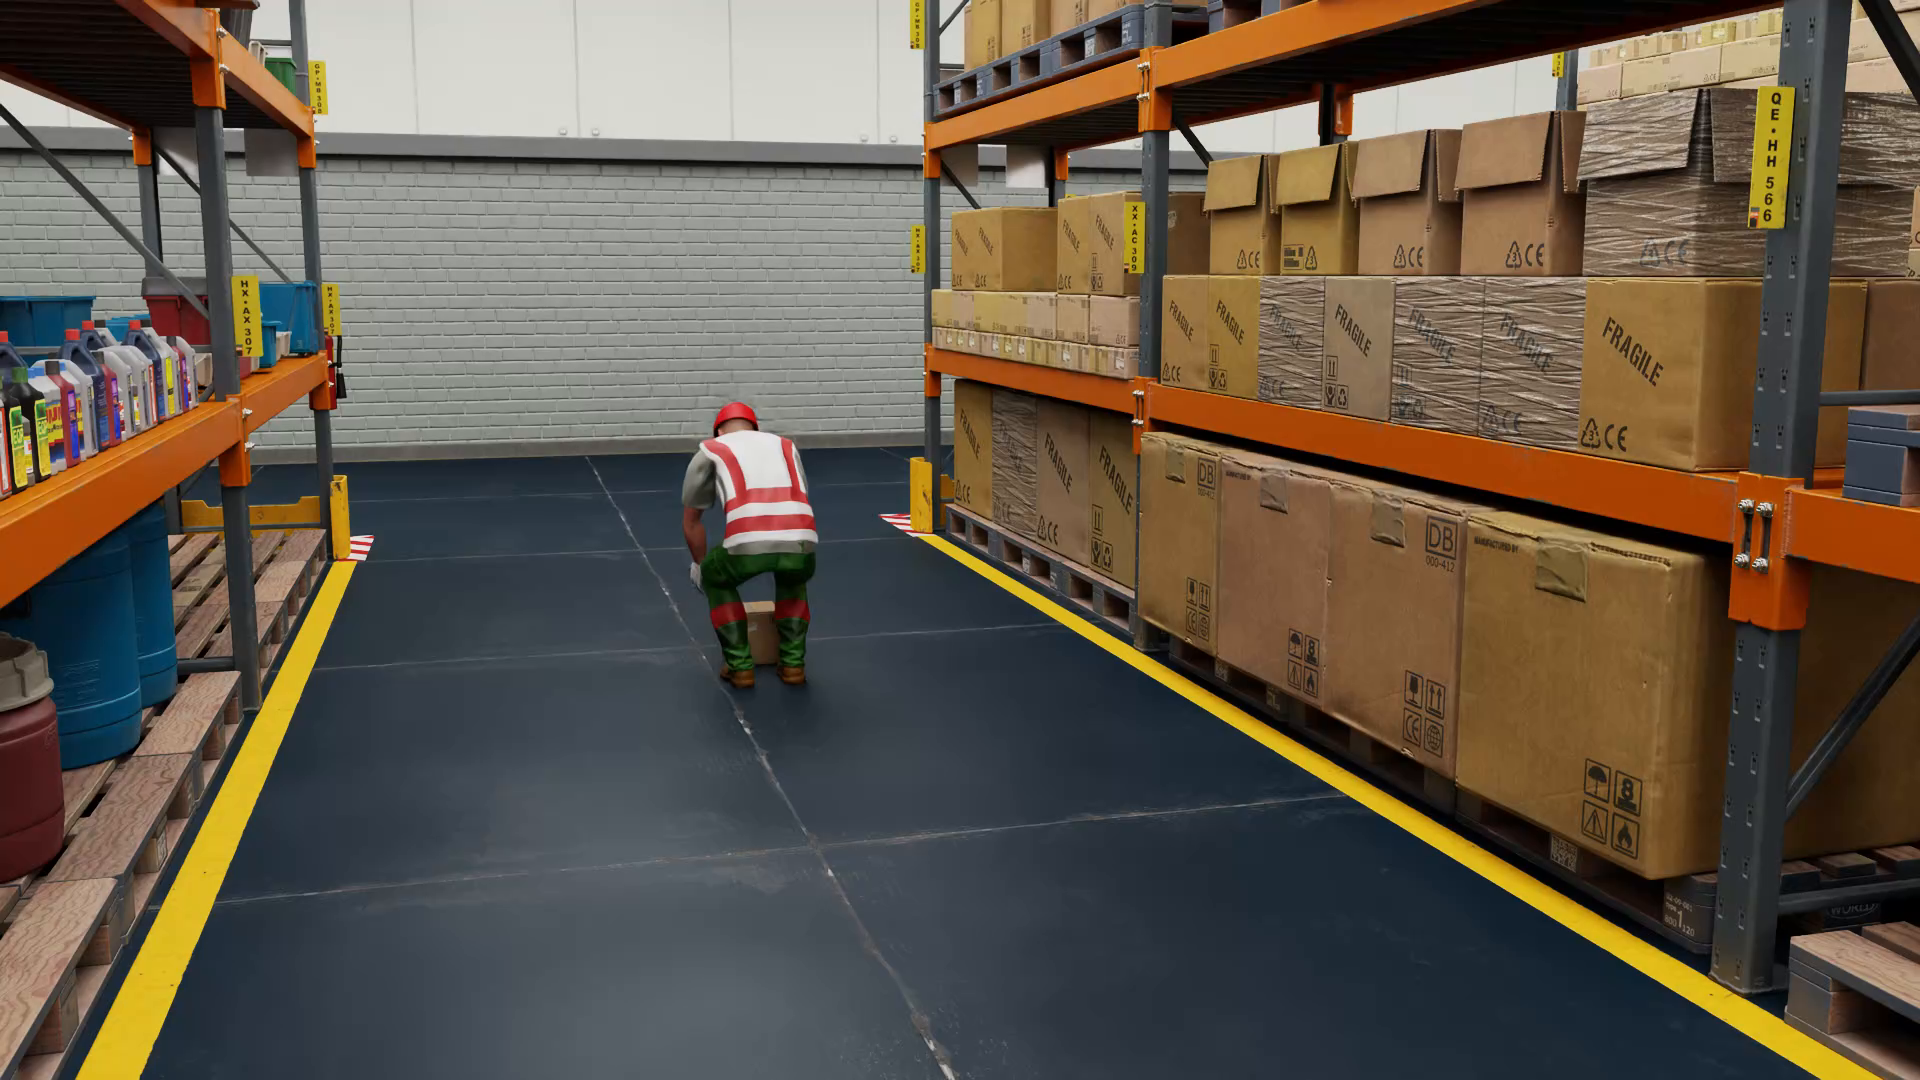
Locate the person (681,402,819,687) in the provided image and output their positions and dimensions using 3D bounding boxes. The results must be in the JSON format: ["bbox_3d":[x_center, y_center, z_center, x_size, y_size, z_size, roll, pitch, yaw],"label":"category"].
[{"bbox_3d":[-0.940,0.016,7.457,0.582,1.230,0.837,-3,10,-16],"label":"person"}]
